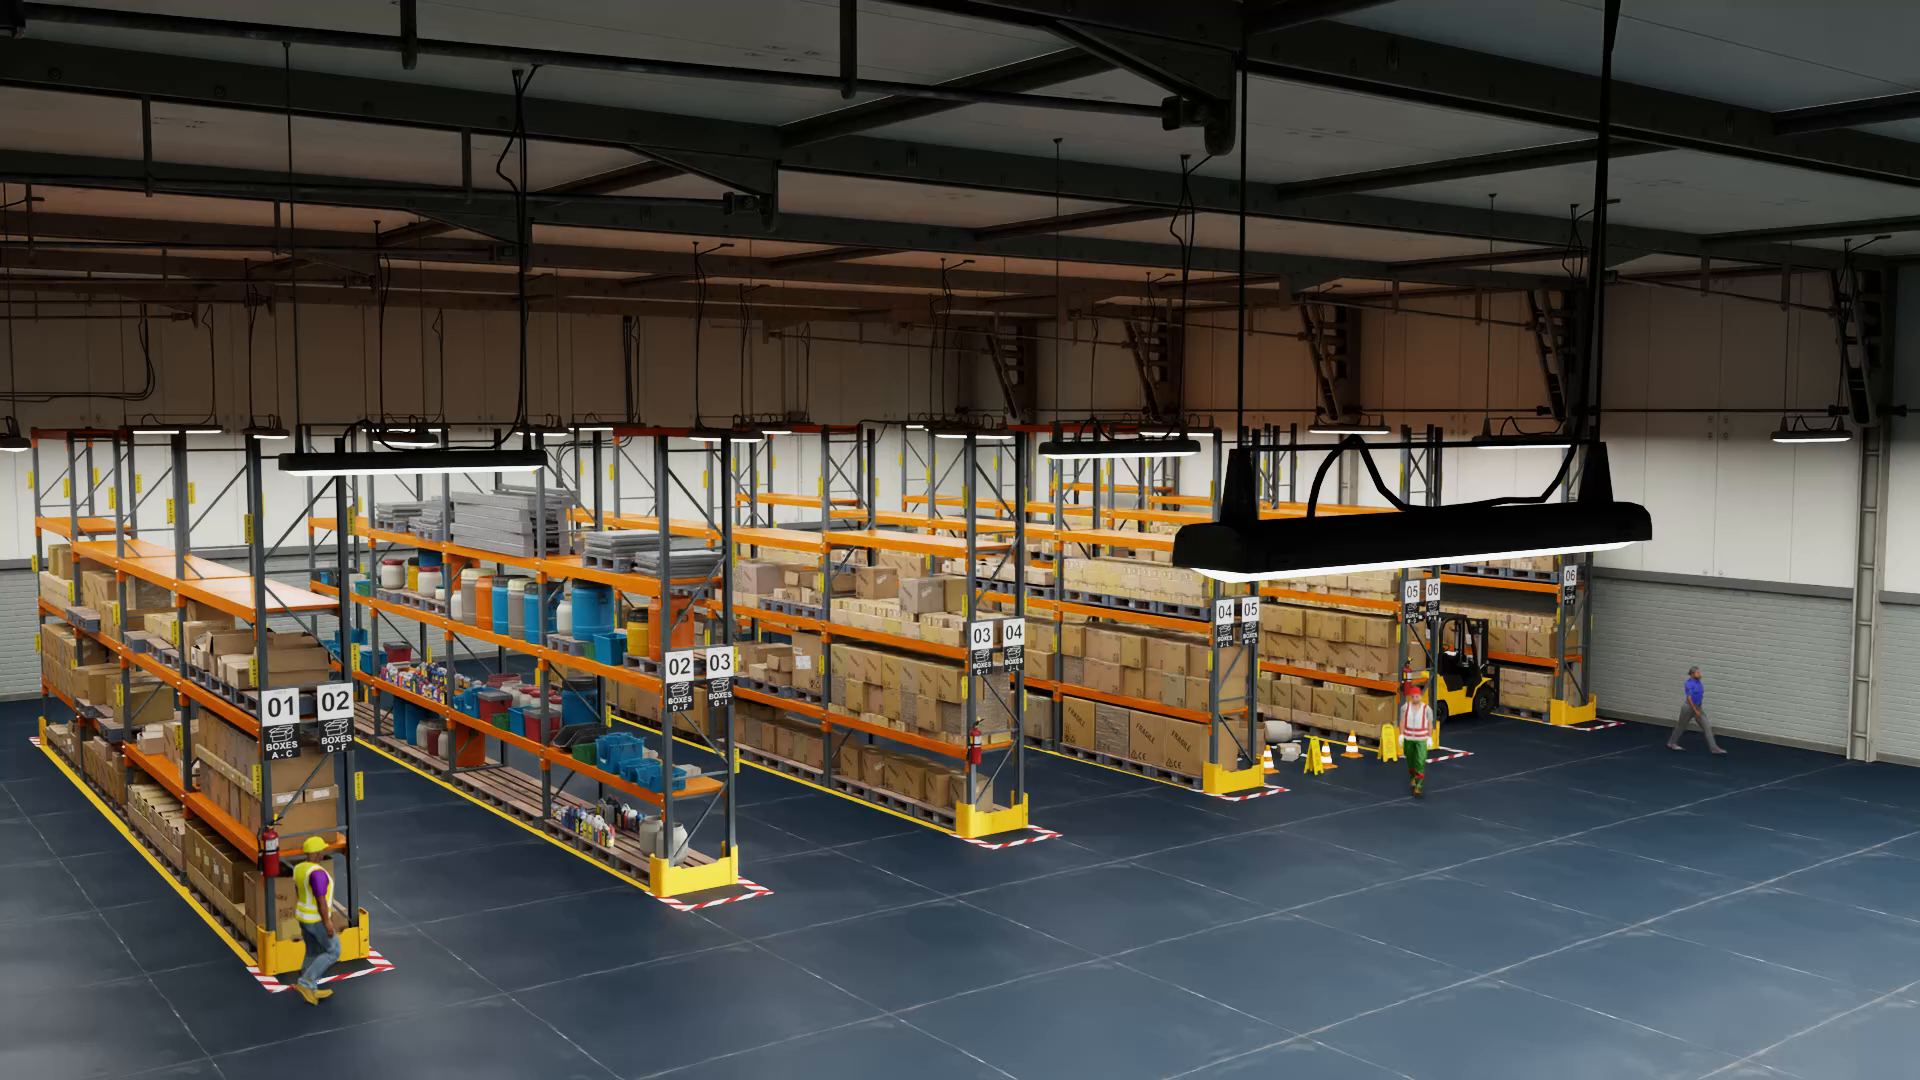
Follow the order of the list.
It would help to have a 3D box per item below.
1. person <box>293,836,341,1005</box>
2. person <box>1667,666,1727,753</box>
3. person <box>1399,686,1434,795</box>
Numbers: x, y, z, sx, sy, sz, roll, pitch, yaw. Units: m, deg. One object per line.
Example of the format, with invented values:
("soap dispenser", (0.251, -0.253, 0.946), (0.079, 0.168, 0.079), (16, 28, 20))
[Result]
("person", (-6.890, 4.040, 17.703), (0.480, 1.764, 0.598), (-4, 6, -40))
("person", (13.544, 3.114, 30.567), (0.496, 1.590, 1.040), (-2, 5, -24))
("person", (7.539, 3.298, 27.520), (0.522, 1.773, 0.888), (3, 5, 31))
